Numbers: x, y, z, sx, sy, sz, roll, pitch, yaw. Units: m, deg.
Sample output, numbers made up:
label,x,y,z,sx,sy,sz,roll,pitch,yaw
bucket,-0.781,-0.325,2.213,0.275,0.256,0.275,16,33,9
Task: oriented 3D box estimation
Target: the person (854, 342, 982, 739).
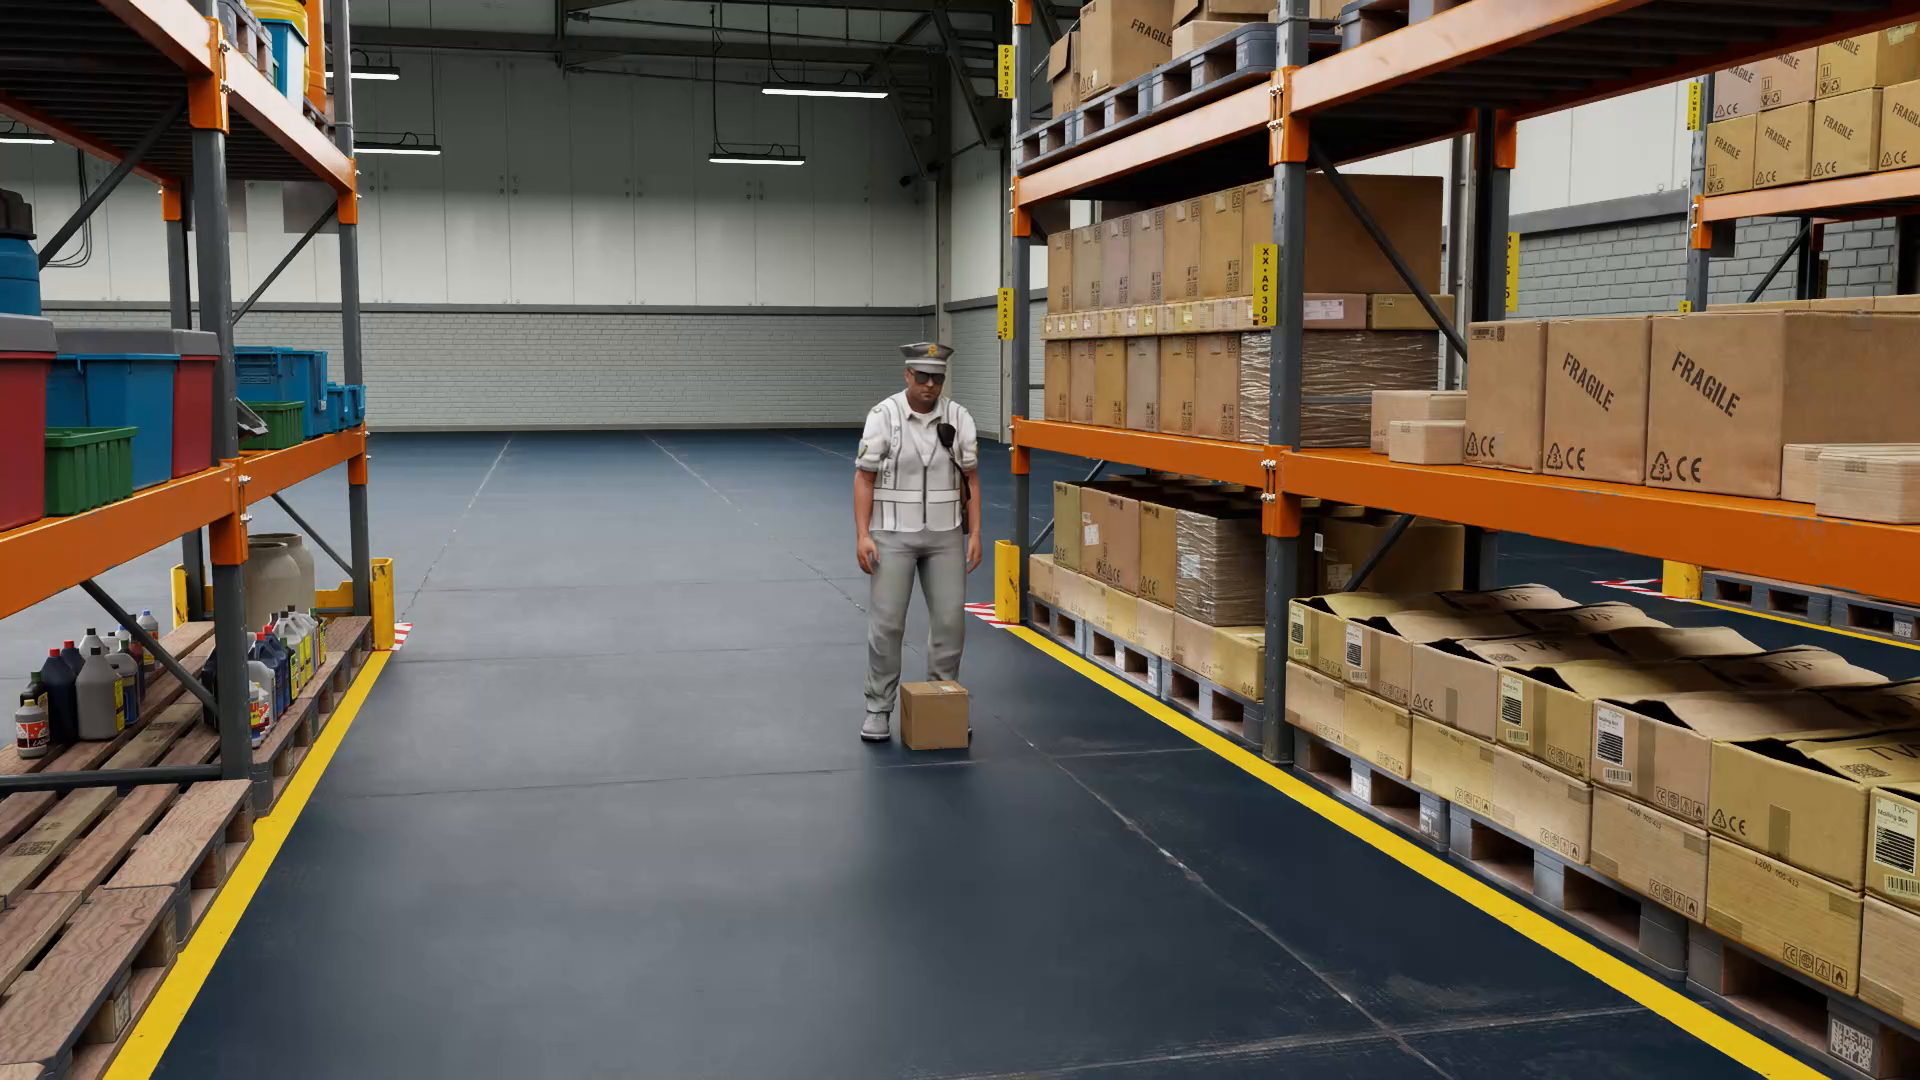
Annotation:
label,x,y,z,sx,sy,sz,roll,pitch,yaw
person,-0.188,-0.007,7.472,0.584,1.748,0.433,-1,6,-14
